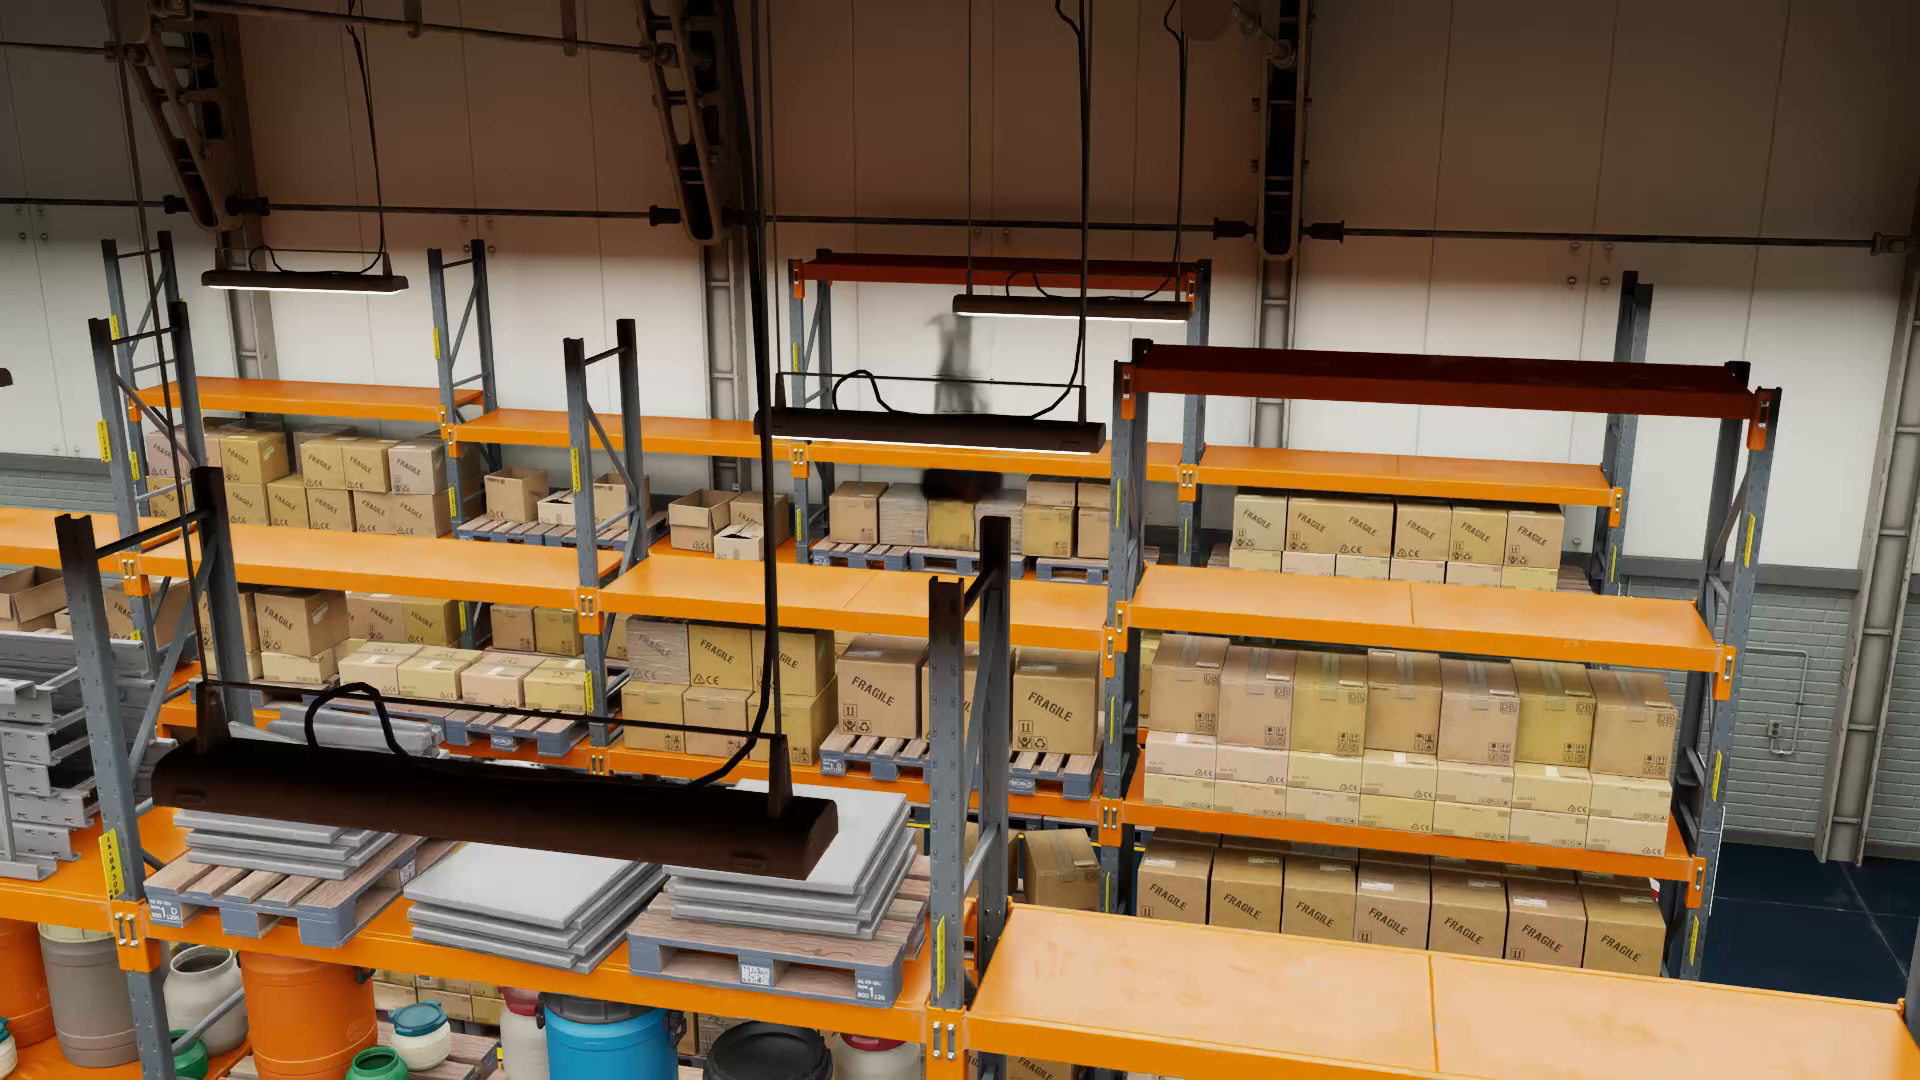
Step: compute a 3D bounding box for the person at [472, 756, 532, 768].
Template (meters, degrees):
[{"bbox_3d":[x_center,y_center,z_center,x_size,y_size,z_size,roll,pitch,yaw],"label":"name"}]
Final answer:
[{"bbox_3d":[-4.411,2.716,16.156,0.896,1.666,0.603,4,17,14],"label":"person"}]
